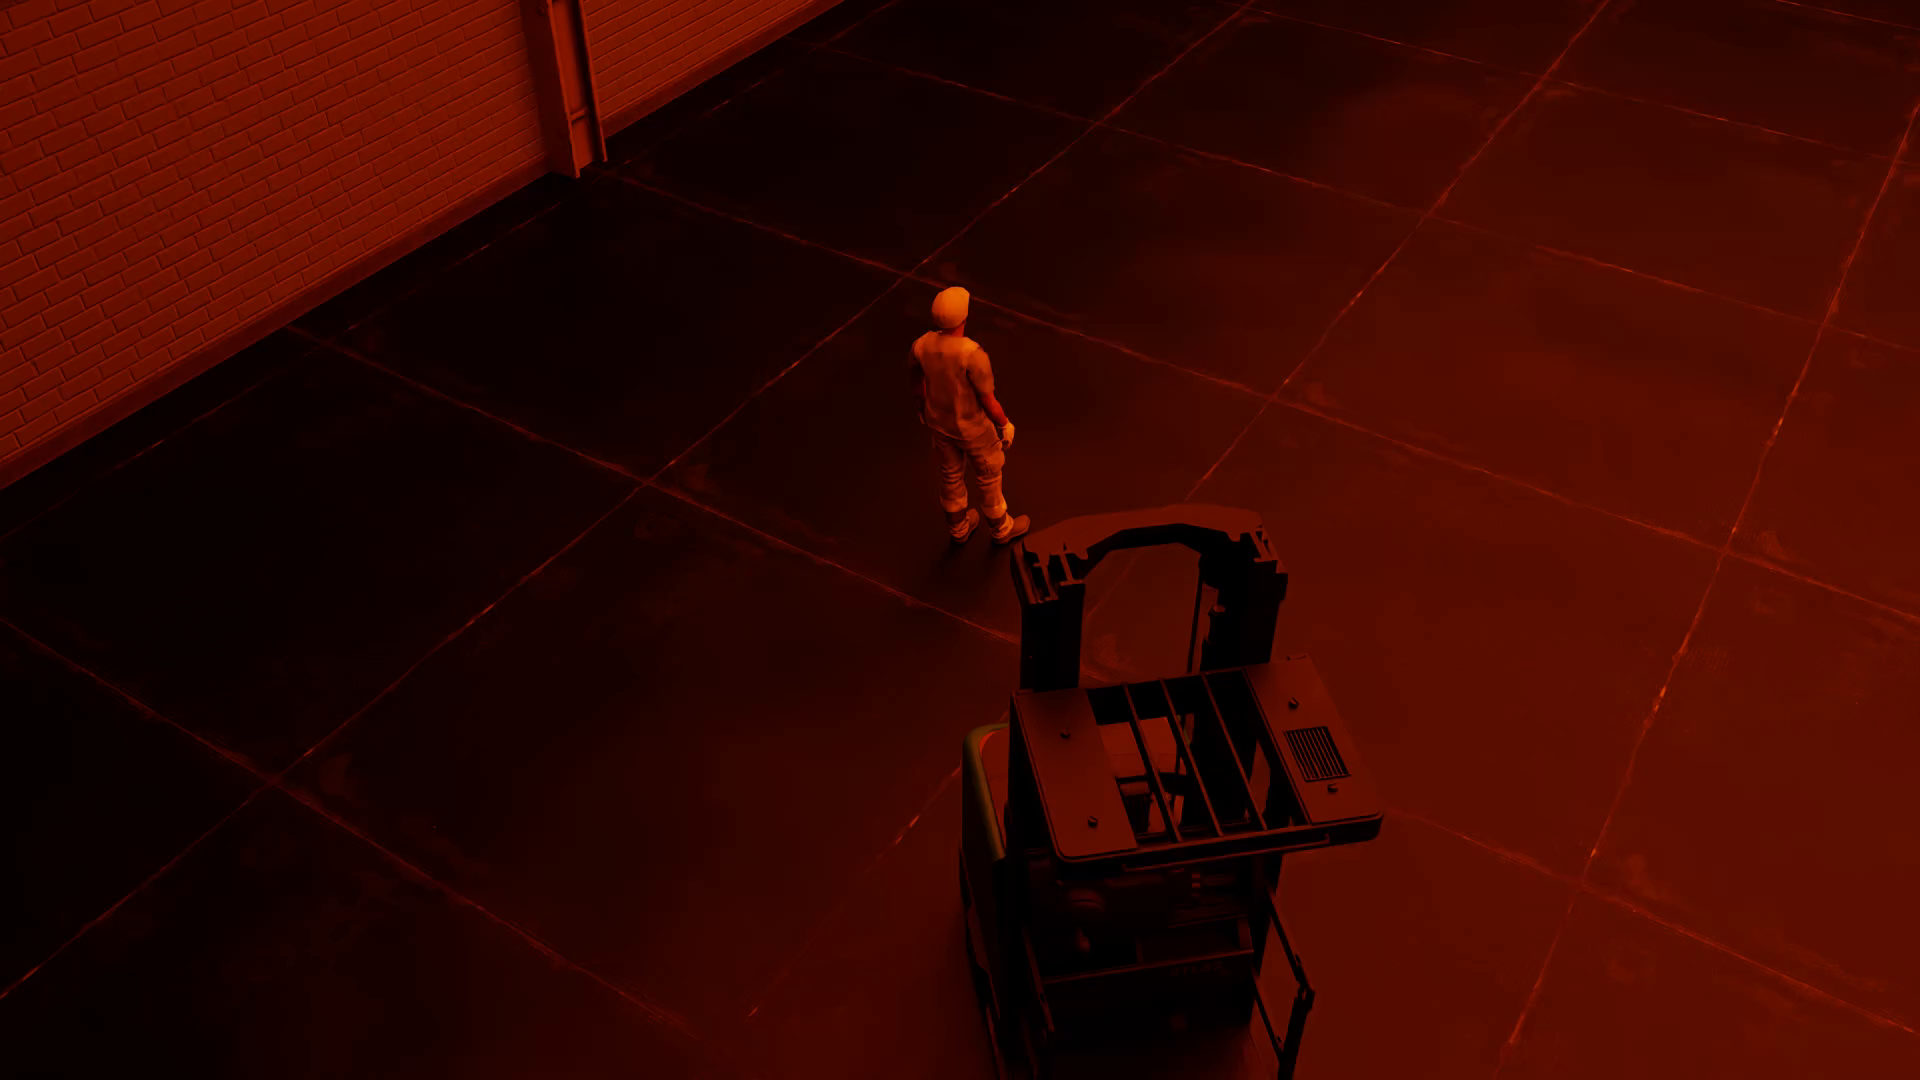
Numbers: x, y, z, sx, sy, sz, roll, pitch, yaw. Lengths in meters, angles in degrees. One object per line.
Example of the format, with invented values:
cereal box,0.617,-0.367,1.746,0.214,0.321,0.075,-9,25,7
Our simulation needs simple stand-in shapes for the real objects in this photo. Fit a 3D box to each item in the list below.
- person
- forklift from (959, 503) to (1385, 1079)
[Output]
person,0.053,-0.728,9.697,0.637,1.787,0.564,22,45,24
forklift,0.762,1.440,6.268,1.130,2.935,3.031,-7,41,-8
